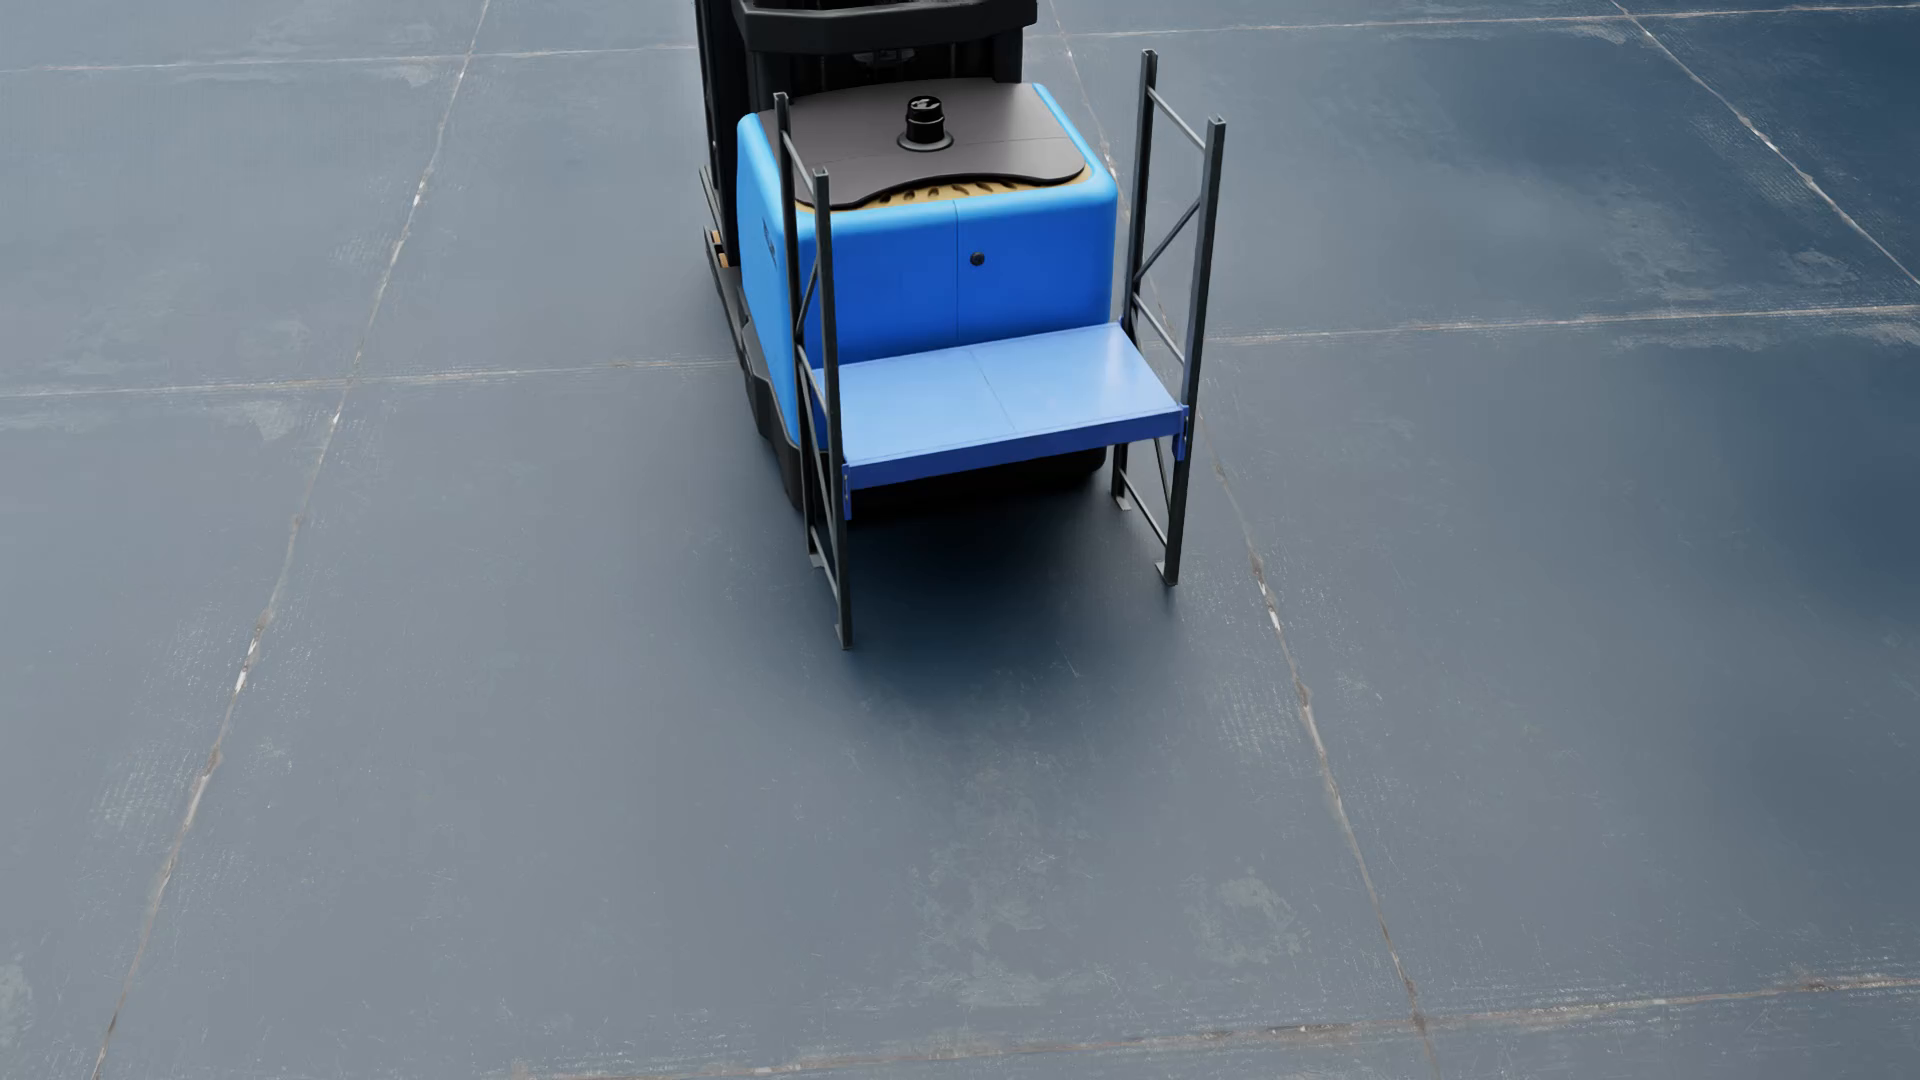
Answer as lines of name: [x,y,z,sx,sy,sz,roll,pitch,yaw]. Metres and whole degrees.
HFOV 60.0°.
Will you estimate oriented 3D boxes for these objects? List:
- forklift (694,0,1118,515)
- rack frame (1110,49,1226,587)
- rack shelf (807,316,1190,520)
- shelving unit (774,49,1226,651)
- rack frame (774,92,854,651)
forklift: [-0.385,-2.148,5.606,1.130,2.935,3.031,-9,39,-11]
rack frame: [0.579,-0.597,4.795,0.032,1.500,0.500,-10,39,-13]
rack shelf: [0.092,-0.366,4.793,1.000,0.185,0.538,-10,39,-13]
shelving unit: [0.092,-0.507,4.682,1.048,1.500,0.538,-10,39,-13]
rack frame: [-0.396,-0.418,4.568,0.032,1.500,0.500,-10,39,-13]
